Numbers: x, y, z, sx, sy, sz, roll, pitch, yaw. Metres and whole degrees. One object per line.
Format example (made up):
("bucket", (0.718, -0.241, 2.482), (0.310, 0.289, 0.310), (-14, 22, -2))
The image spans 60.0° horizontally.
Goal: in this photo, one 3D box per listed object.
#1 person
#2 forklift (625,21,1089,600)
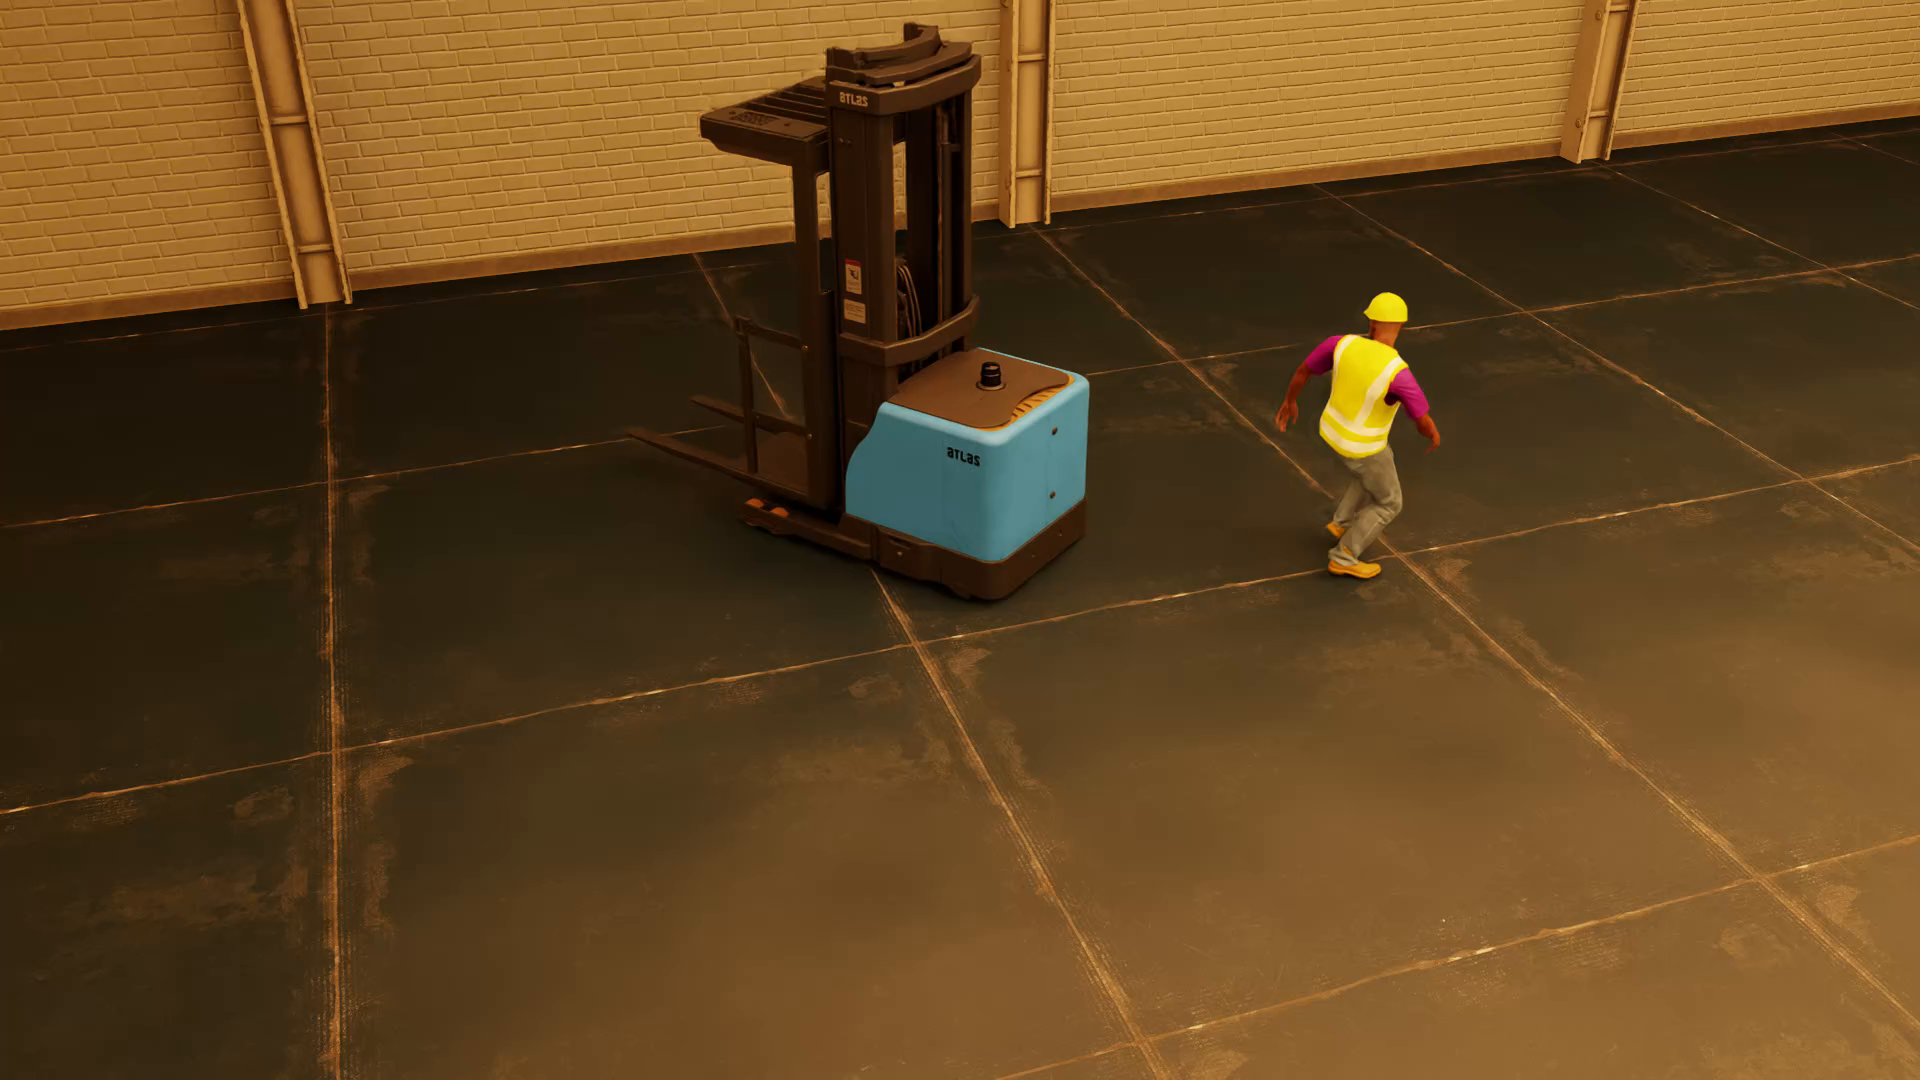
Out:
("person", (2.278, -0.582, 9.372), (0.753, 1.712, 0.753), (-10, 31, -17))
("forklift", (-0.747, -1.496, 9.687), (3.031, 2.935, 1.130), (19, 35, 29))
